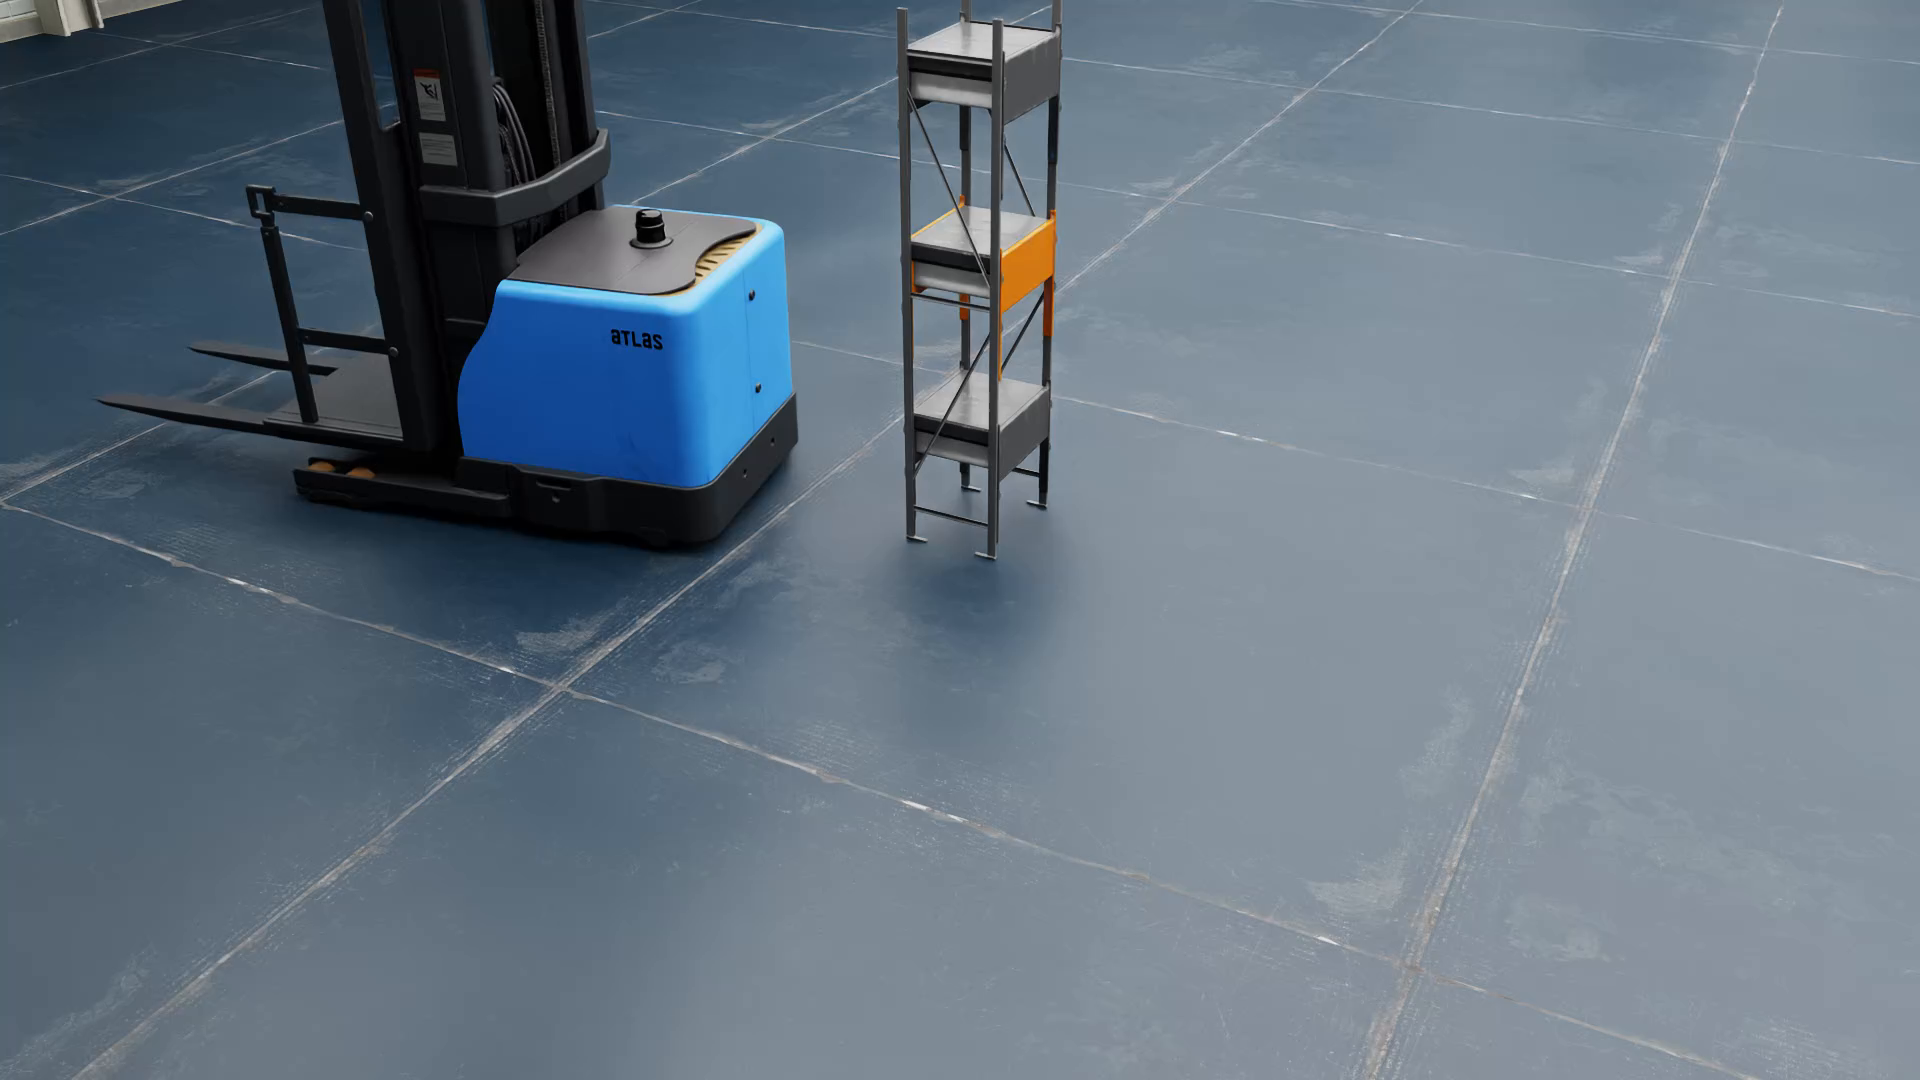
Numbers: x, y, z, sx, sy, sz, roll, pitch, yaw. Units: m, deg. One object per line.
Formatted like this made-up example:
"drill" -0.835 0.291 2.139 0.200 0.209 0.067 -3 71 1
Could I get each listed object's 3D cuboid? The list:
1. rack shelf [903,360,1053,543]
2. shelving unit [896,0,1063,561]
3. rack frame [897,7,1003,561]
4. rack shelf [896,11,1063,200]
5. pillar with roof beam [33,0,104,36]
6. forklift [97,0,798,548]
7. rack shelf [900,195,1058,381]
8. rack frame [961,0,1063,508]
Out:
"rack shelf" 0.075 -0.365 6.710 0.431 0.518 0.480 14 33 23
"shelving unit" 0.075 -0.984 6.355 0.431 2.100 0.503 14 33 23
"rack frame" -0.036 -0.876 6.167 0.400 2.100 0.015 14 33 23
"rack shelf" 0.075 -1.579 6.013 0.431 0.518 0.480 14 33 23
"pillar with roof beam" -3.898 -7.375 10.556 9.100 9.000 0.400 14 33 23
"forklift" -2.292 -1.648 6.677 3.031 2.935 1.130 8 31 14
"rack shelf" 0.075 -0.972 6.362 0.431 0.518 0.480 14 33 23
"rack frame" 0.187 -1.092 6.543 0.400 2.100 0.015 14 33 23
